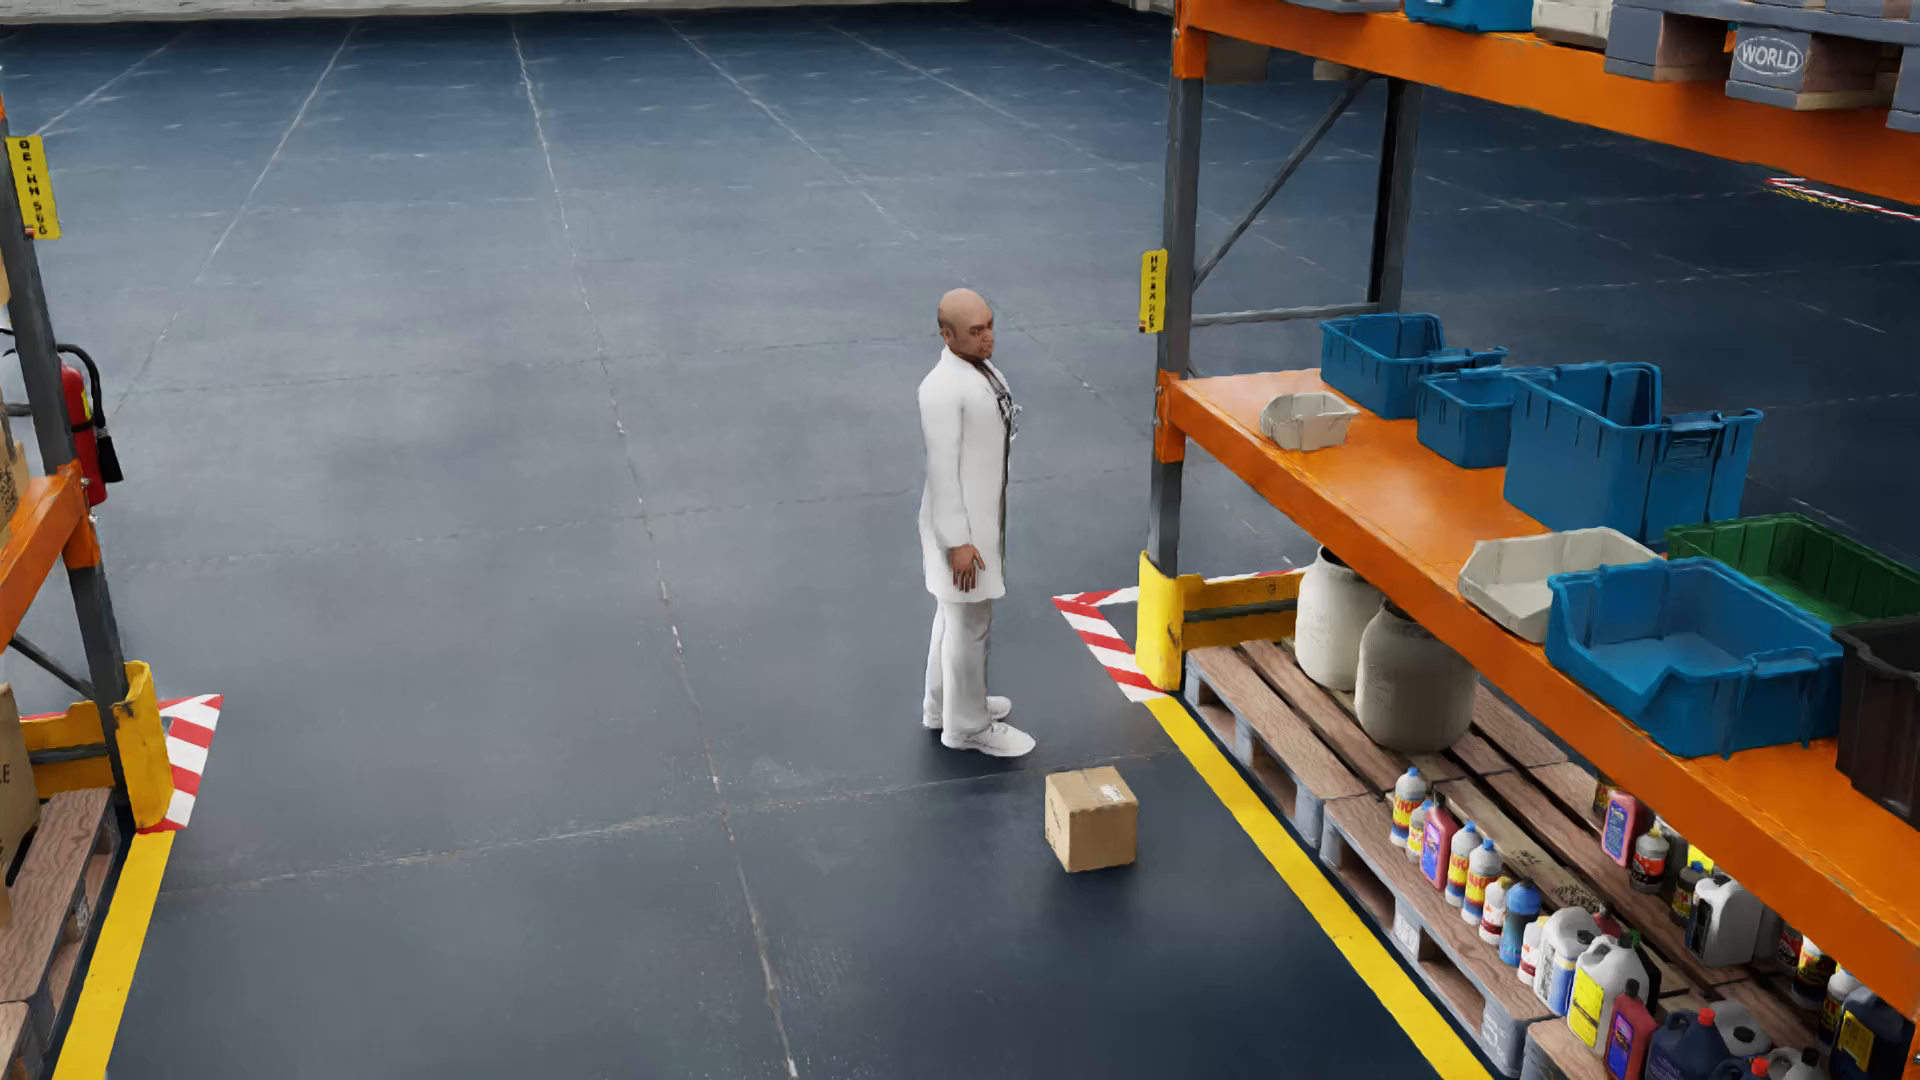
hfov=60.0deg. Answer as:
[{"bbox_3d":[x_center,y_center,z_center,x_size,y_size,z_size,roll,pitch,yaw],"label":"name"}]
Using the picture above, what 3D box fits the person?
[{"bbox_3d":[0.079,-0.060,6.191,0.478,1.783,0.672,5,23,11],"label":"person"}]
